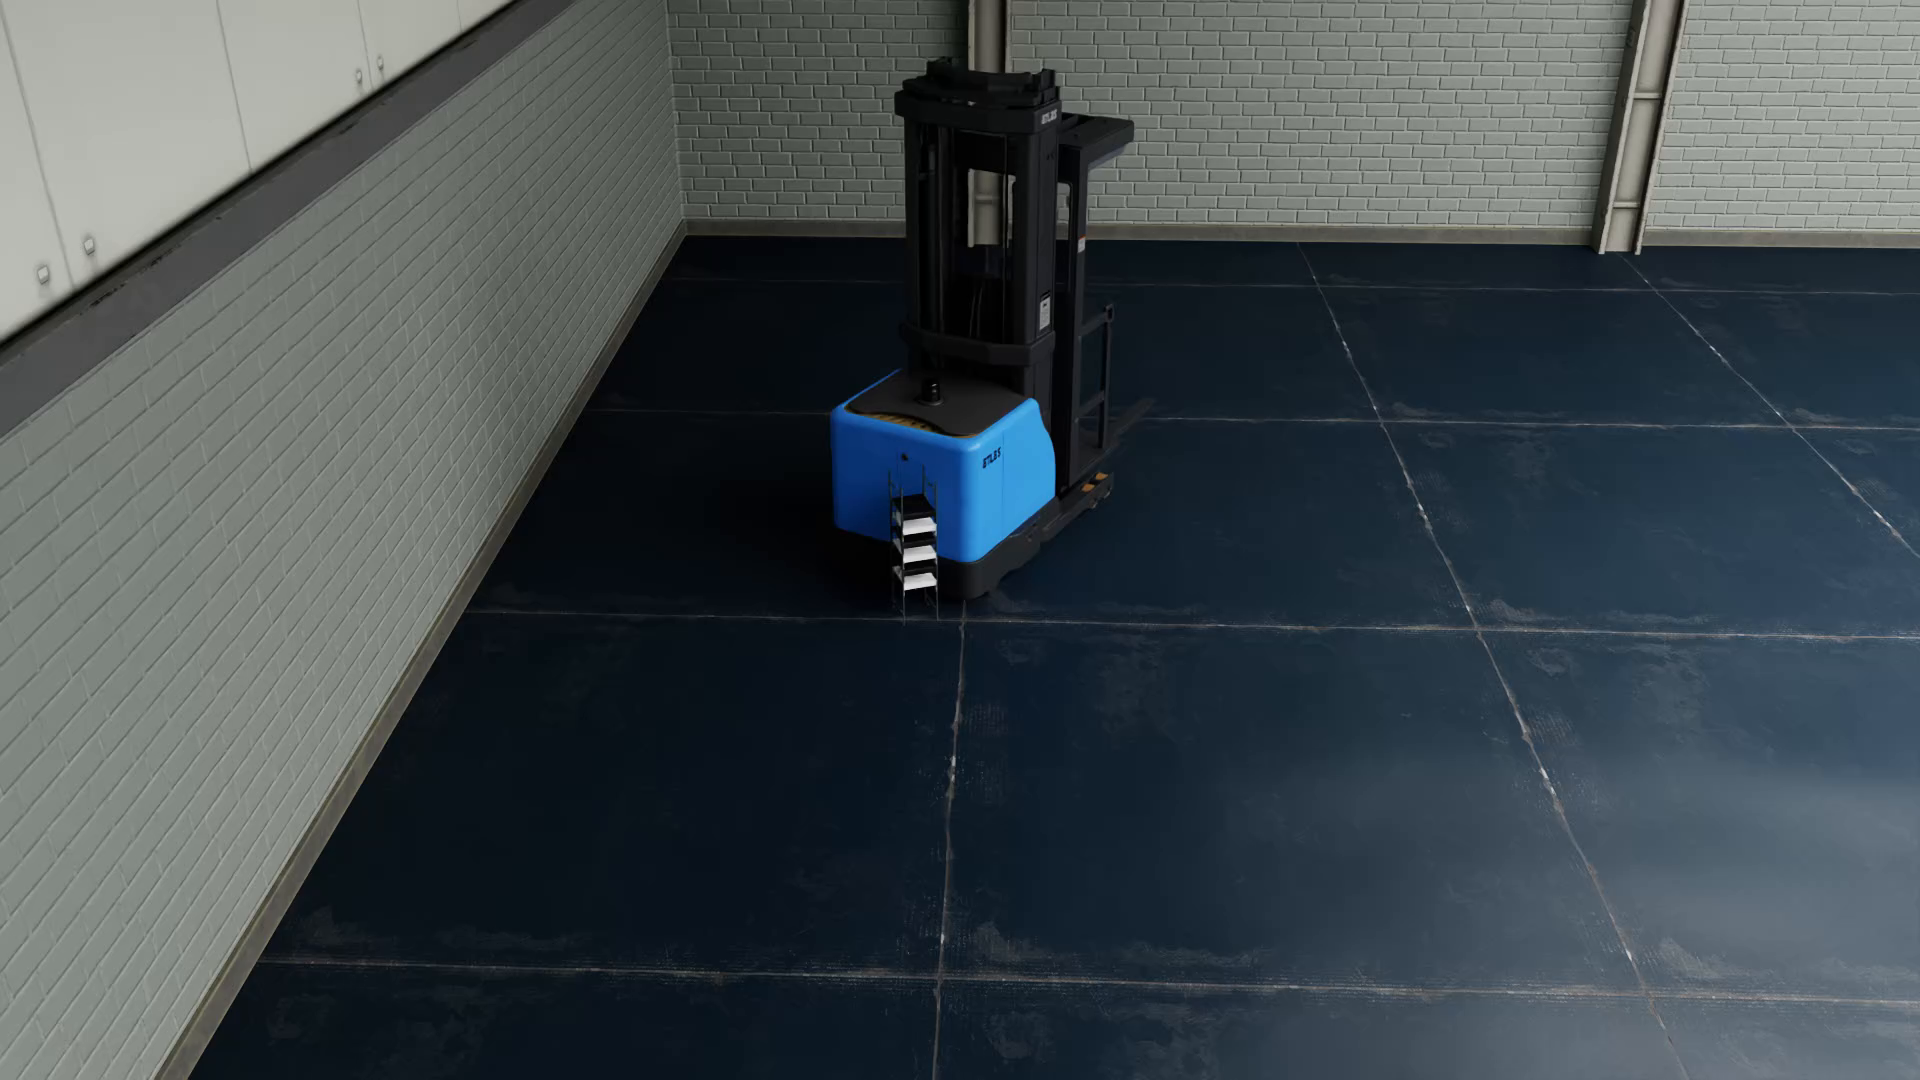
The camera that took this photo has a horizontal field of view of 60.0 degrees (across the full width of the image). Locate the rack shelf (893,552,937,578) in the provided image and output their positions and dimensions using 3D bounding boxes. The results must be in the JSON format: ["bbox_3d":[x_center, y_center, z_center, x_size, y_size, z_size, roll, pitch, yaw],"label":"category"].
[{"bbox_3d":[-0.269,0.144,9.706,0.200,0.077,0.258,-9,29,-17],"label":"rack shelf"}]

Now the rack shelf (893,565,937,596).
[{"bbox_3d":[-0.269,0.224,9.748,0.200,0.077,0.258,-9,29,-17],"label":"rack shelf"}]

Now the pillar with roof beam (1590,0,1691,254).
[{"bbox_3d":[6.119,-4.749,10.027,0.400,9.000,9.100,1,28,2],"label":"pillar with roof beam"}]

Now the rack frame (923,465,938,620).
[{"bbox_3d":[-0.173,0.020,9.677,0.006,0.900,0.240,-9,29,-17],"label":"rack frame"}]

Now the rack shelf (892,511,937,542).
[{"bbox_3d":[-0.269,-0.094,9.580,0.200,0.077,0.258,-9,29,-17],"label":"rack shelf"}]

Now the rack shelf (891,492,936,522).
[{"bbox_3d":[-0.269,-0.174,9.537,0.200,0.077,0.258,-9,29,-17],"label":"rack shelf"}]

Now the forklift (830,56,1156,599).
[{"bbox_3d":[0.386,-1.599,10.563,1.130,2.935,3.031,15,31,26],"label":"forklift"}]

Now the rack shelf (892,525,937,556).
[{"bbox_3d":[-0.269,-0.015,9.622,0.200,0.077,0.258,-9,29,-17],"label":"rack shelf"}]

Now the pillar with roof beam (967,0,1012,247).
[{"bbox_3d":[0.122,-4.849,10.214,0.400,9.000,9.100,1,28,2],"label":"pillar with roof beam"}]

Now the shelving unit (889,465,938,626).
[{"bbox_3d":[-0.269,0.035,9.648,0.210,0.900,0.258,-9,29,-17],"label":"shelving unit"}]

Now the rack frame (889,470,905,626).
[{"bbox_3d":[-0.365,0.051,9.619,0.006,0.900,0.240,-9,29,-17],"label":"rack frame"}]

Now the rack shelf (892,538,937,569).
[{"bbox_3d":[-0.269,0.065,9.664,0.200,0.077,0.258,-9,29,-17],"label":"rack shelf"}]
